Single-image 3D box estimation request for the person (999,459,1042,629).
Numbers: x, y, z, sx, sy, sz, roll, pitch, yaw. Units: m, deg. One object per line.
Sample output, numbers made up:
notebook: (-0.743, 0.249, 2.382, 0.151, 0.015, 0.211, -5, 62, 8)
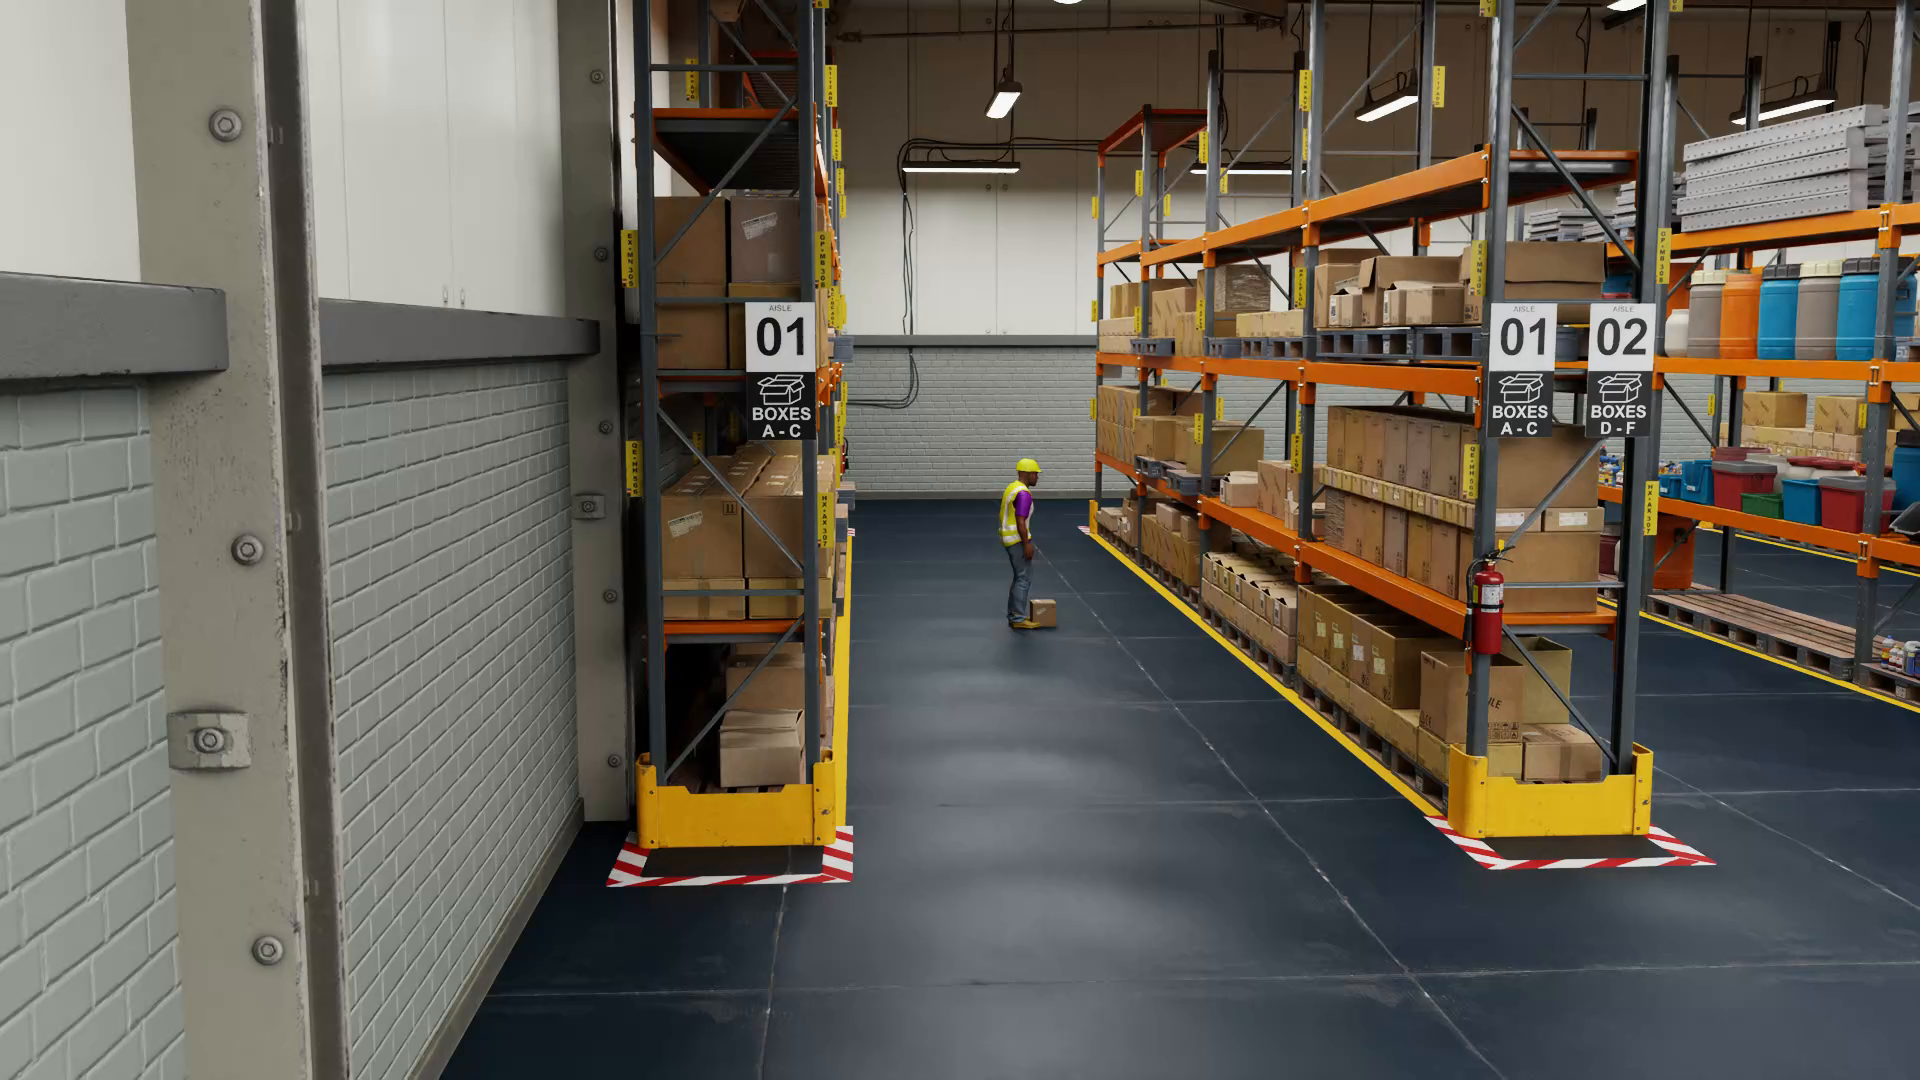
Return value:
person: (0.647, 0.025, 17.459, 0.461, 1.759, 0.634, -1, 7, -7)
